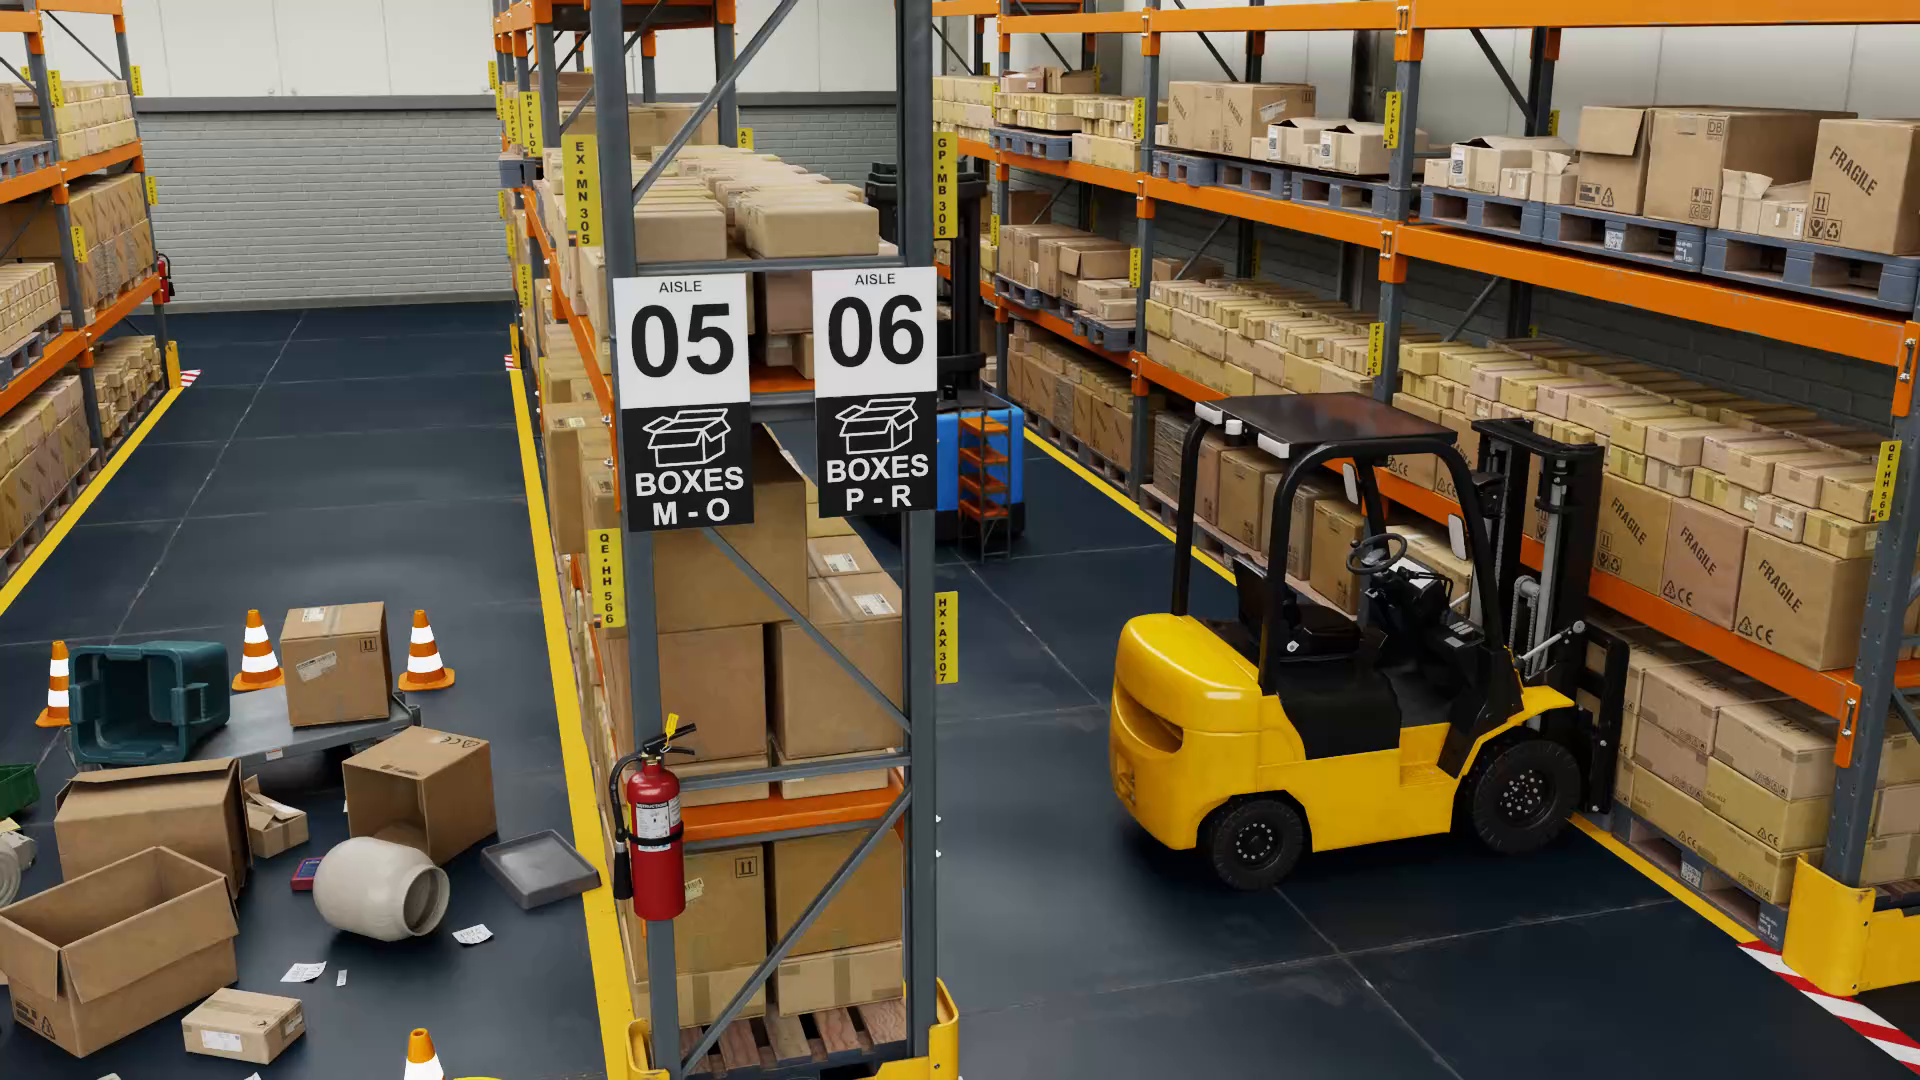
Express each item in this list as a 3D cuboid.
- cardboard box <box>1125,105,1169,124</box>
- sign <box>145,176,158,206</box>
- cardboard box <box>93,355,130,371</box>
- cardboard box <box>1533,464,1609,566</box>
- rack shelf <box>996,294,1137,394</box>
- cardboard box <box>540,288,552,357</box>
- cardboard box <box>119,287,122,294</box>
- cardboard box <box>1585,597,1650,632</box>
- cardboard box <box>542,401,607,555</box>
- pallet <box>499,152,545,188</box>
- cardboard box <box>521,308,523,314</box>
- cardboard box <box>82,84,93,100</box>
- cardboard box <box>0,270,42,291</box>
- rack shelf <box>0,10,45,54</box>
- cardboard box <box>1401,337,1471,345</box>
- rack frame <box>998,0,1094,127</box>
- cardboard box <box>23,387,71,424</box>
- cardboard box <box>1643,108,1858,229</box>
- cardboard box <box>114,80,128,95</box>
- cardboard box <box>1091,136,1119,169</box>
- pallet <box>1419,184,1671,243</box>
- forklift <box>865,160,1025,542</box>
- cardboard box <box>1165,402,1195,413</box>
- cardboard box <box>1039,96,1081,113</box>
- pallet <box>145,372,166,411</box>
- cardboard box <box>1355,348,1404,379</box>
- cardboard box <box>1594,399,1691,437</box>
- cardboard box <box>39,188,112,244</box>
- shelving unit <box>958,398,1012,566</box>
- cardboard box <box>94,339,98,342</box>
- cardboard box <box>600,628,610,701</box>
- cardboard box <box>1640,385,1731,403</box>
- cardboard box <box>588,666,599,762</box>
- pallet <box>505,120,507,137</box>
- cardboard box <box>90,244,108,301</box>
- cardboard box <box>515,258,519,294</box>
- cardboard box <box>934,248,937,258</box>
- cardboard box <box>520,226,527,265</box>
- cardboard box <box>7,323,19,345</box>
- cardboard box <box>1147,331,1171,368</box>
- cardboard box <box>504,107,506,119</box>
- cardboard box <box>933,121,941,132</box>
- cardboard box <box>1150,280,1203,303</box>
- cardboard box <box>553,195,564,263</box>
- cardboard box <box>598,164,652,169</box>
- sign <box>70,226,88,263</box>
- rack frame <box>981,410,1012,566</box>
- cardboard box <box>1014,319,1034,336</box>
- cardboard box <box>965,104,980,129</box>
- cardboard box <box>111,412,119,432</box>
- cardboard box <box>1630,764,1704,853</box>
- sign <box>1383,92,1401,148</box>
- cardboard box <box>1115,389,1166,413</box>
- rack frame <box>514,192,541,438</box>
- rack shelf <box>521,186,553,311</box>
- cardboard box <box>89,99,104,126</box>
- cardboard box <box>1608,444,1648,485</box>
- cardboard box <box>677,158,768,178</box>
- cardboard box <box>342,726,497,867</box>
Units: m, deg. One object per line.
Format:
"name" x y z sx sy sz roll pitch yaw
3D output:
"cardboard box" 1.616 -3.586 14.012 0.380 0.149 0.250 -4 17 -13
"sign" -9.168 -3.960 18.860 0.100 0.325 0.005 -5 17 -15
"cardboard box" -9.008 -1.846 17.576 0.380 0.149 0.250 -5 18 -17
"cardboard box" 3.382 -0.190 8.698 0.500 0.500 0.500 -5 17 -15
"rack shelf" 1.445 -2.024 16.228 1.077 0.370 4.000 -5 17 -15
"cardboard box" -2.726 -1.527 11.902 0.500 0.500 0.500 -4 17 -12
"cardboard box" -9.077 -2.664 17.545 0.380 0.149 0.250 -5 18 -18
"cardboard box" 3.340 0.511 8.849 0.500 0.250 0.500 -5 17 -16
"cardboard box" -1.300 -0.276 6.729 0.700 0.500 0.500 -5 17 -16
"pallet" -3.005 -2.942 13.148 1.213 0.211 1.003 -4 17 -13
"cardboard box" -4.009 -2.314 16.203 0.500 0.250 0.500 -5 17 -17
"cardboard box" -8.855 -4.443 16.513 0.380 0.149 0.250 -5 17 -17
"cardboard box" -8.166 -2.234 14.347 0.380 0.149 0.250 -5 18 -17
"rack shelf" -8.058 -3.893 12.717 1.077 0.370 4.000 -5 17 -15
"cardboard box" 3.180 -1.260 11.133 0.380 0.149 0.250 -5 18 -17
"rack frame" 0.895 -5.795 17.103 1.000 3.000 0.127 -5 17 -15
"cardboard box" -8.032 -1.143 14.356 0.500 0.250 0.500 -4 17 -13
"cardboard box" 3.652 -1.731 7.708 0.700 0.500 0.500 -5 17 -15
"cardboard box" -9.333 -4.942 18.176 0.380 0.149 0.250 -5 17 -16
"cardboard box" 1.481 -3.442 14.744 0.500 0.250 0.500 -5 17 -15
"pallet" 3.353 -1.870 9.402 1.003 0.211 1.213 -5 17 -15
"forklift" -0.472 -1.762 14.222 1.130 2.935 3.031 -6 18 -20
"cardboard box" 2.148 -0.959 15.044 0.500 0.500 0.500 -4 17 -13
"cardboard box" 0.976 -4.162 15.894 0.380 0.149 0.250 -5 17 -15
"pallet" -9.497 -1.632 18.518 1.003 0.211 1.213 -5 17 -15
"cardboard box" 2.786 -1.145 10.748 0.380 0.149 0.250 -4 17 -13
"cardboard box" 3.465 -0.610 8.451 0.380 0.149 0.250 -4 17 -14
"cardboard box" -8.764 -3.207 16.485 0.500 0.500 0.500 -4 17 -14
"shelving unit" 0.188 -0.457 12.888 0.258 1.200 0.503 -6 18 -20
"cardboard box" -9.890 -2.165 18.636 0.380 0.149 0.250 -6 18 -18
"cardboard box" -1.126 0.333 6.439 0.500 0.500 0.500 -5 17 -15
"cardboard box" 3.833 -0.717 8.805 0.380 0.149 0.250 -4 17 -14
"cardboard box" -1.617 0.772 8.413 0.500 0.500 0.500 -4 17 -13
"pallet" -4.423 -4.487 18.115 1.003 0.211 1.213 -5 17 -15
"cardboard box" -8.645 -2.593 16.180 0.500 0.500 0.500 -5 17 -15
"cardboard box" -4.396 -2.827 17.474 0.500 0.500 0.500 -5 17 -17
"cardboard box" -0.147 -3.584 20.607 0.380 0.149 0.250 -4 17 -14
"cardboard box" -3.582 -2.491 14.619 0.500 0.500 0.500 -5 17 -16
"cardboard box" -7.874 -1.662 13.478 0.380 0.149 0.250 -5 18 -17
"cardboard box" 1.882 -1.602 13.832 0.500 0.250 0.500 -5 17 -15
"cardboard box" -4.075 -3.936 15.631 0.396 0.266 0.258 -5 17 -16
"cardboard box" -0.140 -4.947 19.929 0.380 0.149 0.250 -5 17 -15
"cardboard box" 1.799 -2.063 13.804 0.380 0.149 0.250 -4 17 -14
"cardboard box" -1.544 -1.398 7.423 0.500 0.250 0.500 -5 17 -15
"cardboard box" -1.494 -1.545 7.219 0.380 0.149 0.250 -5 17 -16
"sign" -8.075 -2.709 15.243 0.100 0.325 0.005 -5 17 -15
"rack frame" 0.275 -0.391 12.669 0.240 1.200 0.015 -6 18 -20
"cardboard box" 0.796 -2.264 17.745 0.380 0.149 0.250 -5 17 -16
"cardboard box" 0.369 -4.686 18.368 0.500 0.250 0.500 -5 18 -17
"cardboard box" -8.472 -1.145 16.275 0.380 0.149 0.250 -4 17 -14
"cardboard box" 3.633 1.270 8.061 0.500 0.250 0.500 -5 17 -15
"sign" 2.575 -2.499 9.897 0.100 0.325 0.005 -5 17 -15
"cardboard box" 1.615 -1.247 14.877 0.380 0.149 0.250 -6 18 -18
"rack frame" -3.876 -2.529 16.656 1.000 3.000 0.127 -5 17 -15
"rack shelf" -2.227 -1.961 10.803 1.077 0.370 4.000 -5 17 -15
"cardboard box" -8.929 -4.289 16.694 0.500 0.250 0.500 -5 18 -18
"cardboard box" 3.452 -0.388 8.229 0.380 0.149 0.250 -5 17 -15
"cardboard box" -1.080 -1.657 7.590 0.380 0.149 0.250 -5 17 -16
"cardboard box" -2.692 1.284 8.304 0.500 0.500 0.500 7 18 23
